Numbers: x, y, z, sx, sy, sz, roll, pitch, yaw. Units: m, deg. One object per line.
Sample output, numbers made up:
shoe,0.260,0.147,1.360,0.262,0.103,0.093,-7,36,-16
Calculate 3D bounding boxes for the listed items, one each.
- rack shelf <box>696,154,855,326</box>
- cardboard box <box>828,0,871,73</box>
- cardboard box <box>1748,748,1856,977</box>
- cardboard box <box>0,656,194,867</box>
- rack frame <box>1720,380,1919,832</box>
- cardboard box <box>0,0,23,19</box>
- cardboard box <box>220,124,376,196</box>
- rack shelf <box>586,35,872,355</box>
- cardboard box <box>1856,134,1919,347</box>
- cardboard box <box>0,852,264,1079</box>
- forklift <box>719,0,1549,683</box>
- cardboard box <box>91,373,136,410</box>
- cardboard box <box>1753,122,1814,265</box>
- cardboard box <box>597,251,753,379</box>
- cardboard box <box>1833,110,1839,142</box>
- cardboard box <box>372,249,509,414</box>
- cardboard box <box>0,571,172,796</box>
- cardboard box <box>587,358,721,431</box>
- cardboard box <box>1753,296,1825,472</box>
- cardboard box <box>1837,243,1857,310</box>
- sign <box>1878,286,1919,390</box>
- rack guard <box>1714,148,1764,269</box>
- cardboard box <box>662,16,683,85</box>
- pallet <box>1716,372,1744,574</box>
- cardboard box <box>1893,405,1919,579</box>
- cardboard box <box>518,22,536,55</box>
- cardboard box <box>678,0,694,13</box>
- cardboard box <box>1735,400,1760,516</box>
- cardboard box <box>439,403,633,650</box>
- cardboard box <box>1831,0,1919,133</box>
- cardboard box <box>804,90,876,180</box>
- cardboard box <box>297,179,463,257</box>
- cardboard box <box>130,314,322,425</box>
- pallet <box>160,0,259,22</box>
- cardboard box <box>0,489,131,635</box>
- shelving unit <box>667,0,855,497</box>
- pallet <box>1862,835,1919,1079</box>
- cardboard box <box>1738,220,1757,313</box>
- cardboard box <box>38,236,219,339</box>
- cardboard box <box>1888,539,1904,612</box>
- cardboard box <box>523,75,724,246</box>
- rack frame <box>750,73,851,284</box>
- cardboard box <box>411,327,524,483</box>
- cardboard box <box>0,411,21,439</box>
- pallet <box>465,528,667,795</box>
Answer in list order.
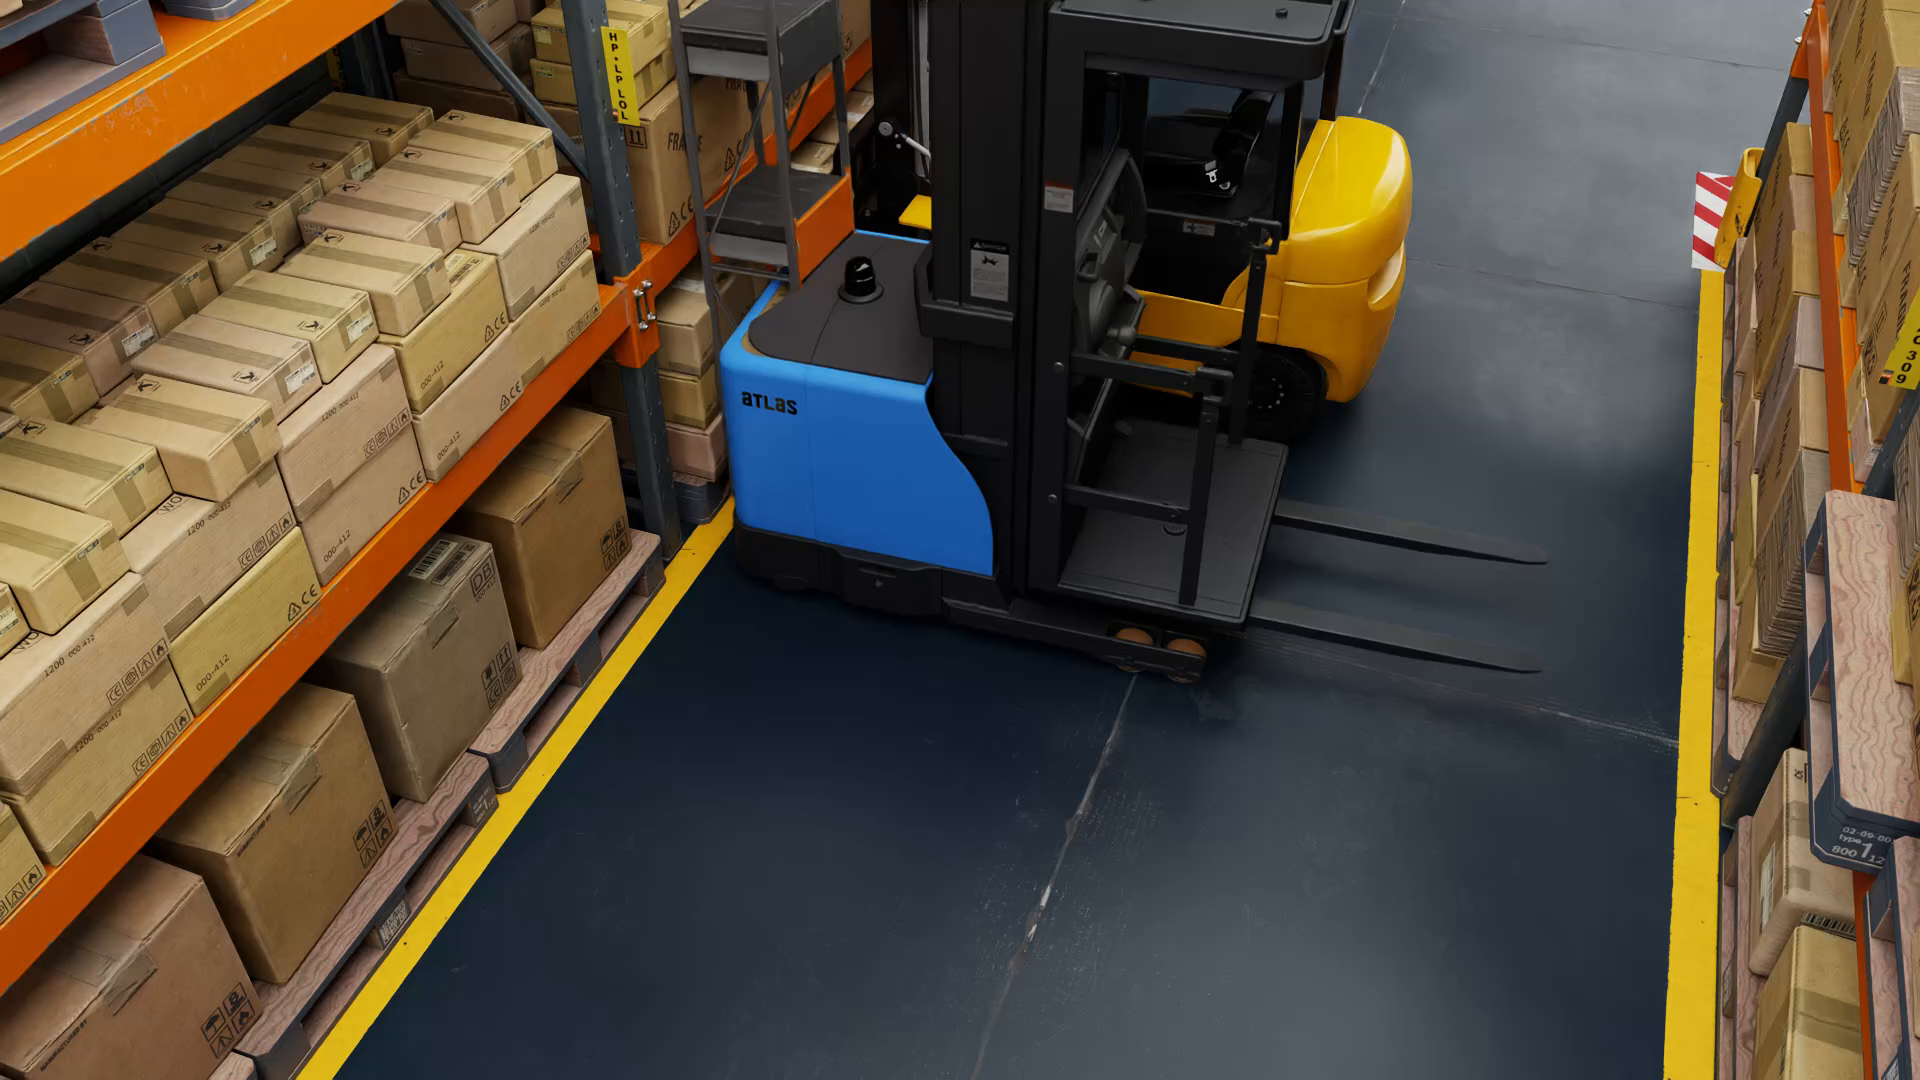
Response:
rack shelf,-0.687,-1.114,6.354,0.431,0.518,0.480,12,38,18
cardboard box,-0.685,-2.378,7.150,0.500,0.500,0.500,14,42,15
cardboard box,2.880,1.065,4.892,0.950,0.372,0.625,14,42,16
cardboard box,-2.249,0.464,4.011,0.500,0.250,0.500,12,42,14
rack frame,3.057,-0.096,4.551,1.000,3.000,0.127,13,42,15
cardboard box,-2.152,-1.141,2.987,0.500,0.500,0.500,14,42,16
cardboard box,-2.072,-1.161,5.223,0.380,0.149,0.250,12,42,14
rack shelf,-0.925,-2.141,7.503,1.077,0.370,4.000,13,42,15
cardboard box,3.145,-0.889,5.174,0.500,0.500,0.500,15,43,17
cardboard box,-2.535,1.211,4.526,0.875,0.625,0.625,15,43,16
forklift,0.701,-0.976,5.635,3.031,2.935,1.130,11,42,13
cardboard box,-2.391,-0.461,4.709,0.500,0.250,0.500,12,42,14
cardboard box,3.881,-1.489,7.402,0.500,0.500,0.500,12,42,14
cardboard box,-1.149,-0.915,6.536,0.500,0.250,0.500,13,42,14
cardboard box,3.687,-1.668,6.587,0.380,0.149,0.250,14,43,16
cardboard box,-1.706,-0.657,4.939,0.500,0.250,0.500,12,42,14
cardboard box,-2.227,0.275,3.847,0.500,0.250,0.500,12,42,14
cardboard box,-1.154,-0.726,6.699,0.500,0.250,0.500,13,42,15
cardboard box,3.353,-0.537,6.286,0.500,0.500,0.500,15,43,17
cardboard box,3.225,-0.884,5.669,0.380,0.149,0.250,13,42,14
sign,2.544,-0.541,4.406,0.100,0.325,0.005,13,42,15
rack guard,4.399,-1.538,8.168,1.175,0.500,0.348,13,42,15
cardboard box,-1.166,-1.774,5.942,0.380,0.149,0.250,14,42,16
pallet,3.669,-0.199,6.821,1.003,0.211,1.213,13,42,15
cardboard box,2.627,-0.184,4.025,0.500,0.500,0.500,14,43,16
cardboard box,-1.688,-1.893,6.081,0.380,0.149,0.250,12,42,14
cardboard box,-1.138,-2.059,6.046,0.380,0.149,0.250,13,42,14
cardboard box,3.357,-0.266,6.545,0.500,0.250,0.500,14,42,16
cardboard box,-1.777,-0.131,6.098,0.875,0.625,0.625,15,43,17
cardboard box,3.655,-1.832,6.279,0.500,0.500,0.500,13,42,14
cardboard box,-0.618,-1.849,7.630,0.500,0.250,0.500,12,42,14
cardboard box,-1.722,-0.923,4.944,0.380,0.149,0.250,13,42,15
cardboard box,-1.926,-0.436,4.374,0.380,0.149,0.250,14,42,15
pallet,-1.898,-1.723,4.294,0.805,0.209,1.217,12,42,13
cardboard box,-2.160,0.041,3.814,0.380,0.149,0.250,14,42,16
shelving unit,-0.687,-1.125,6.346,0.431,2.100,0.503,12,38,18
pallet,2.327,1.200,3.180,1.003,0.211,1.213,13,42,15
cardboard box,3.889,-1.219,7.662,0.500,0.250,0.500,13,42,15
cardboard box,-2.335,-0.702,4.685,0.380,0.149,0.250,13,42,15
cardboard box,2.571,0.107,4.183,0.380,0.149,0.250,14,42,16
cardboard box,-1.212,-1.446,6.057,0.500,0.500,0.500,12,42,14
rack frame,-0.598,-1.261,6.528,0.400,2.100,0.015,12,38,18
cardboard box,-1.702,-0.465,5.099,0.500,0.250,0.500,13,42,15
cardboard box,-2.549,-0.224,4.125,0.380,0.149,0.250,14,43,16
pallet,-1.824,0.324,6.208,1.003,0.211,1.213,13,42,15
